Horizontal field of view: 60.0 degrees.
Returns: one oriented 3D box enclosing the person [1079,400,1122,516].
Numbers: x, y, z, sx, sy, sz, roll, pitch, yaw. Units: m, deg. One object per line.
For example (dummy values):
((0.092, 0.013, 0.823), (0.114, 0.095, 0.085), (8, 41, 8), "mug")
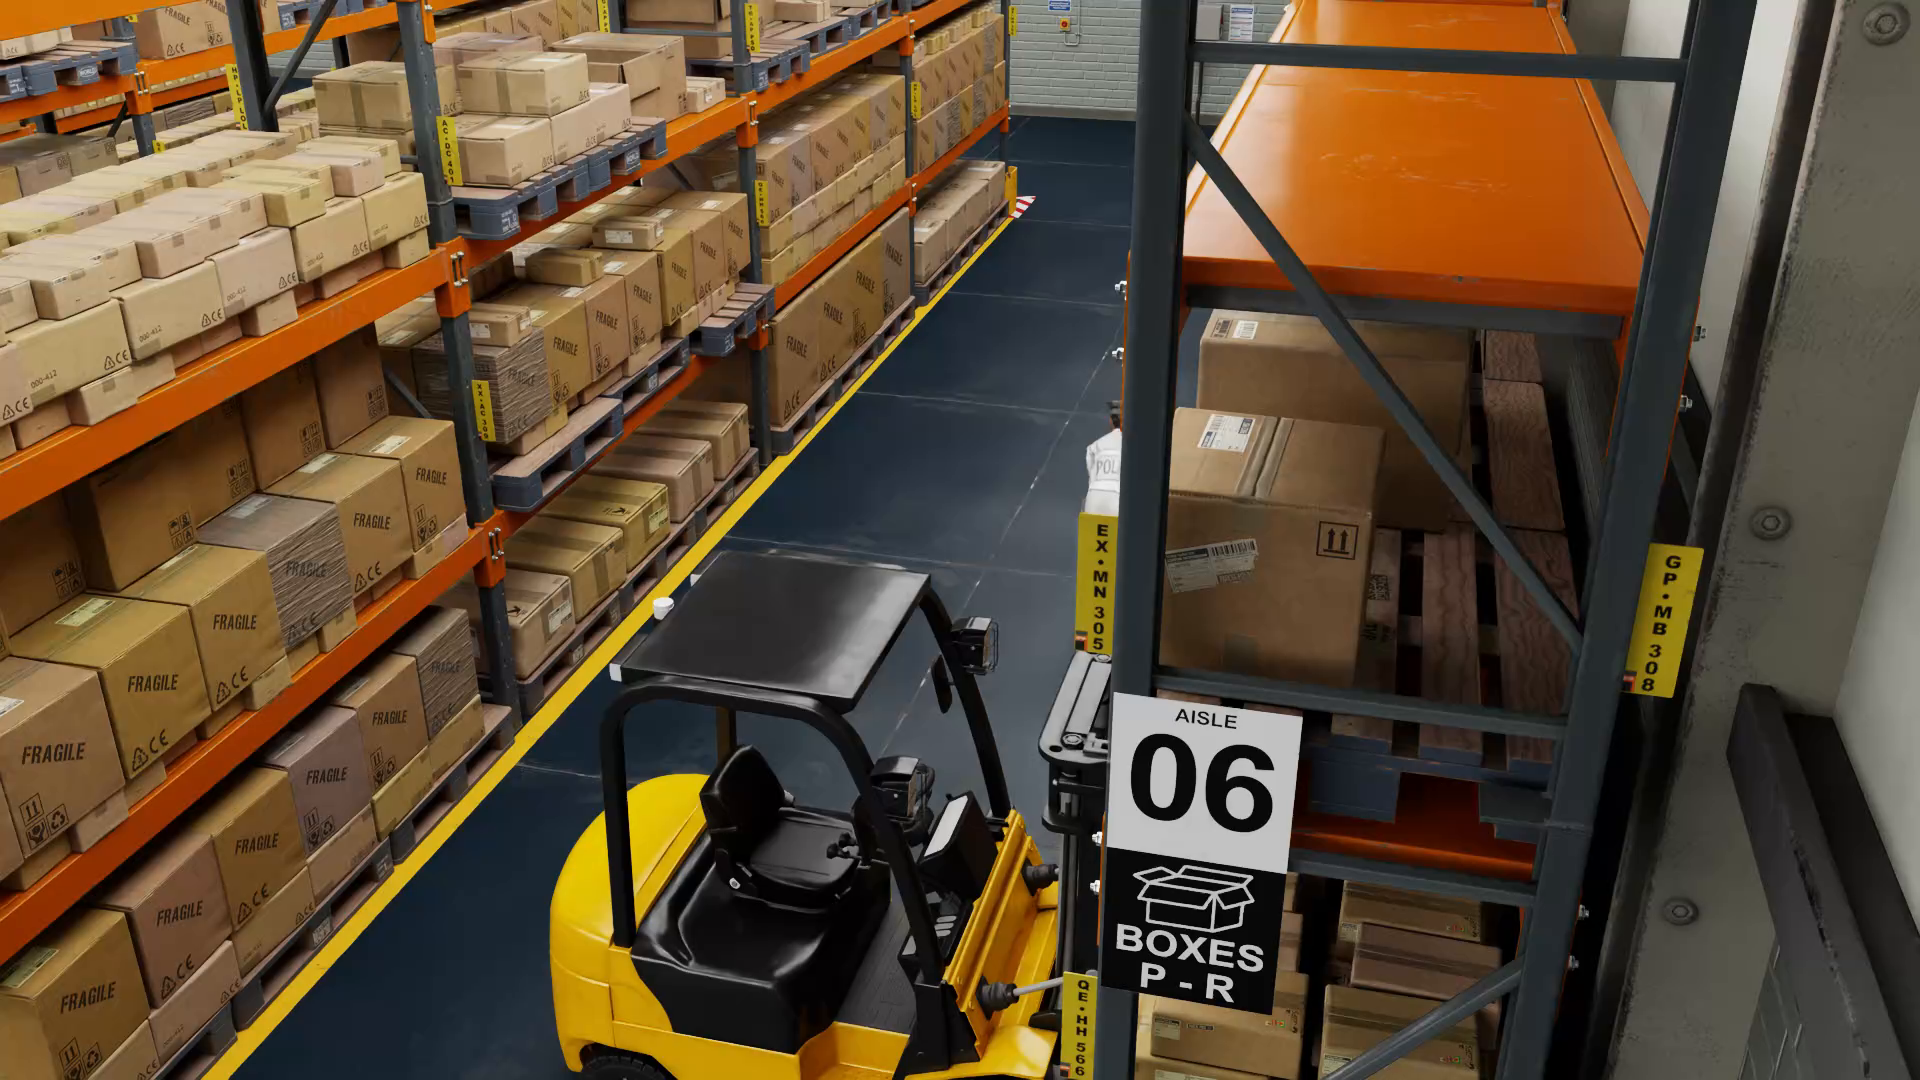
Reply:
((0.958, -0.113, 10.209), (0.414, 1.433, 0.796), (6, 26, 12), "person")
